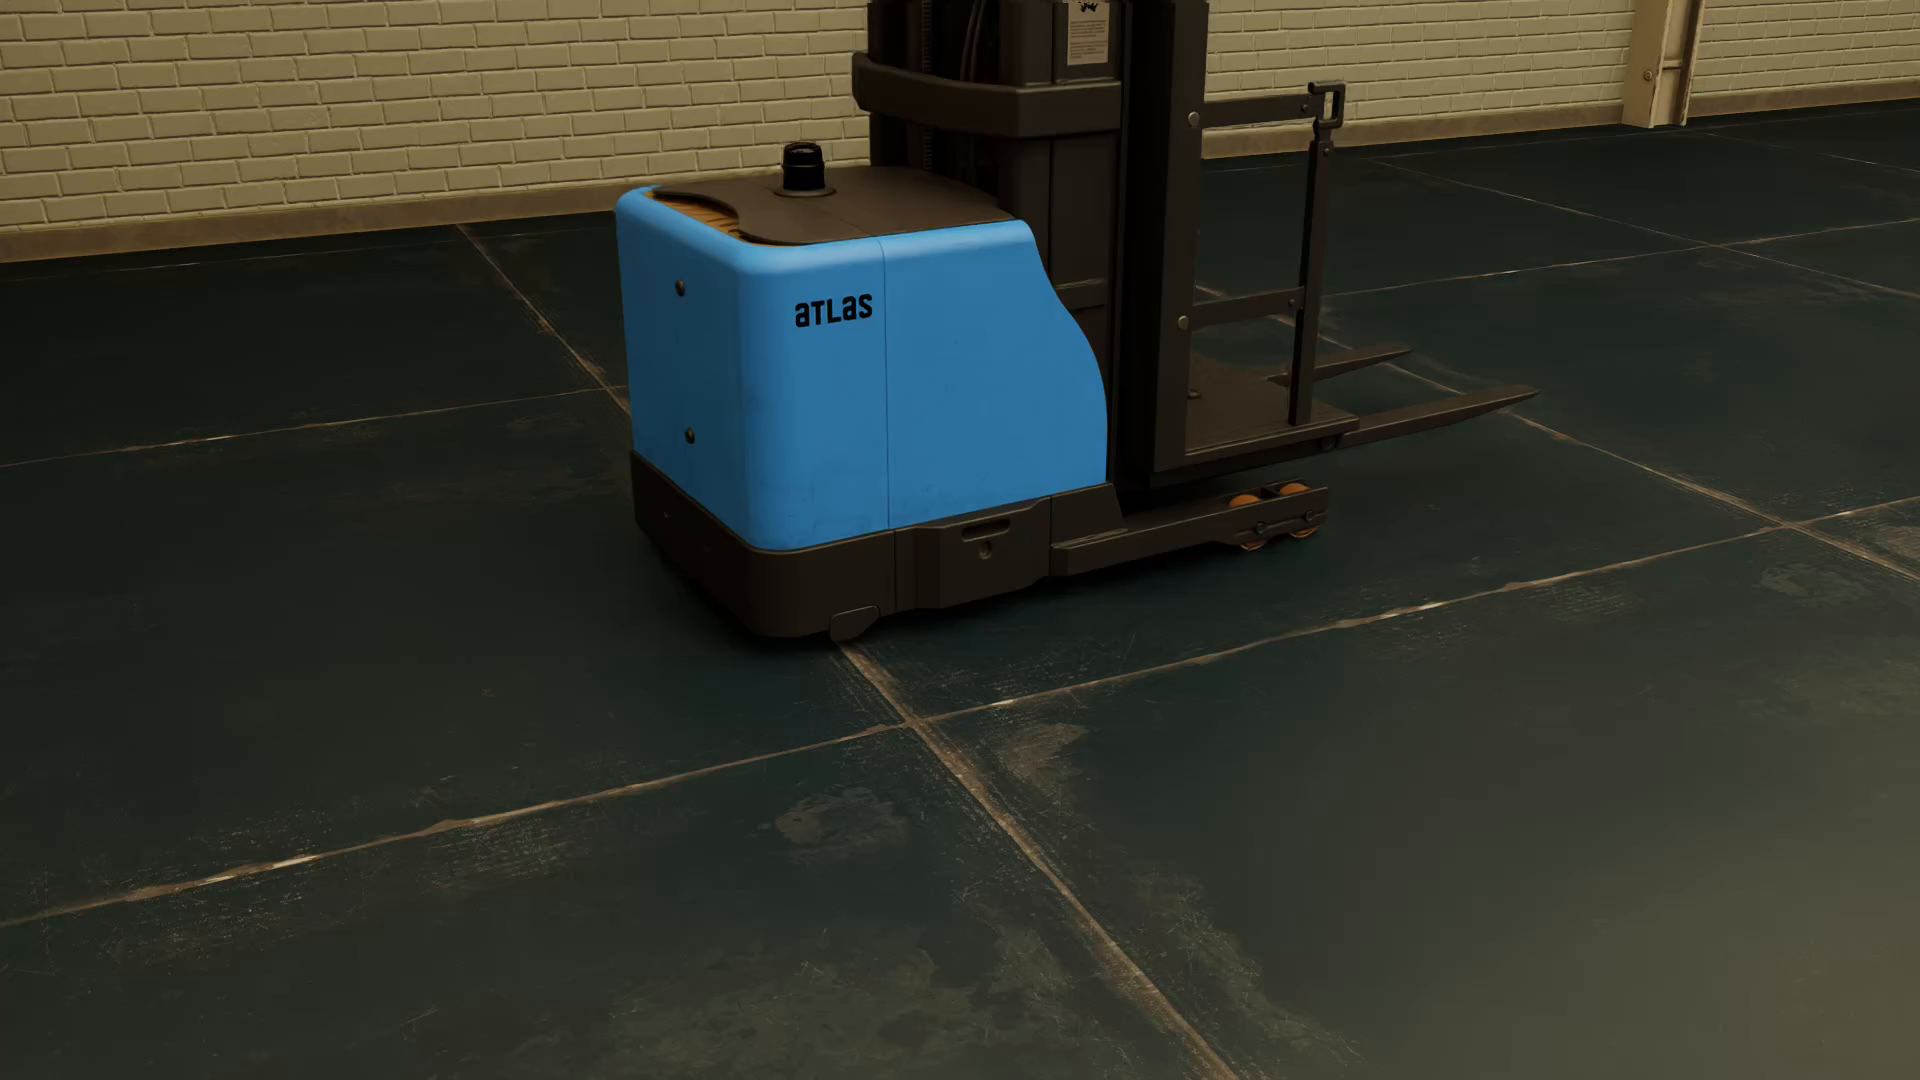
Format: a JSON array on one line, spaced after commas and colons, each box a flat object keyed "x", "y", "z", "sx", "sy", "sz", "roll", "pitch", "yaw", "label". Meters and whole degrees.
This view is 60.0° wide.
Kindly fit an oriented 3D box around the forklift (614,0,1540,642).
[{"x": 0.543, "y": -1.484, "z": 4.857, "sx": 3.031, "sy": 2.935, "sz": 1.130, "roll": -13, "pitch": 26, "yaw": -28, "label": "forklift"}]
